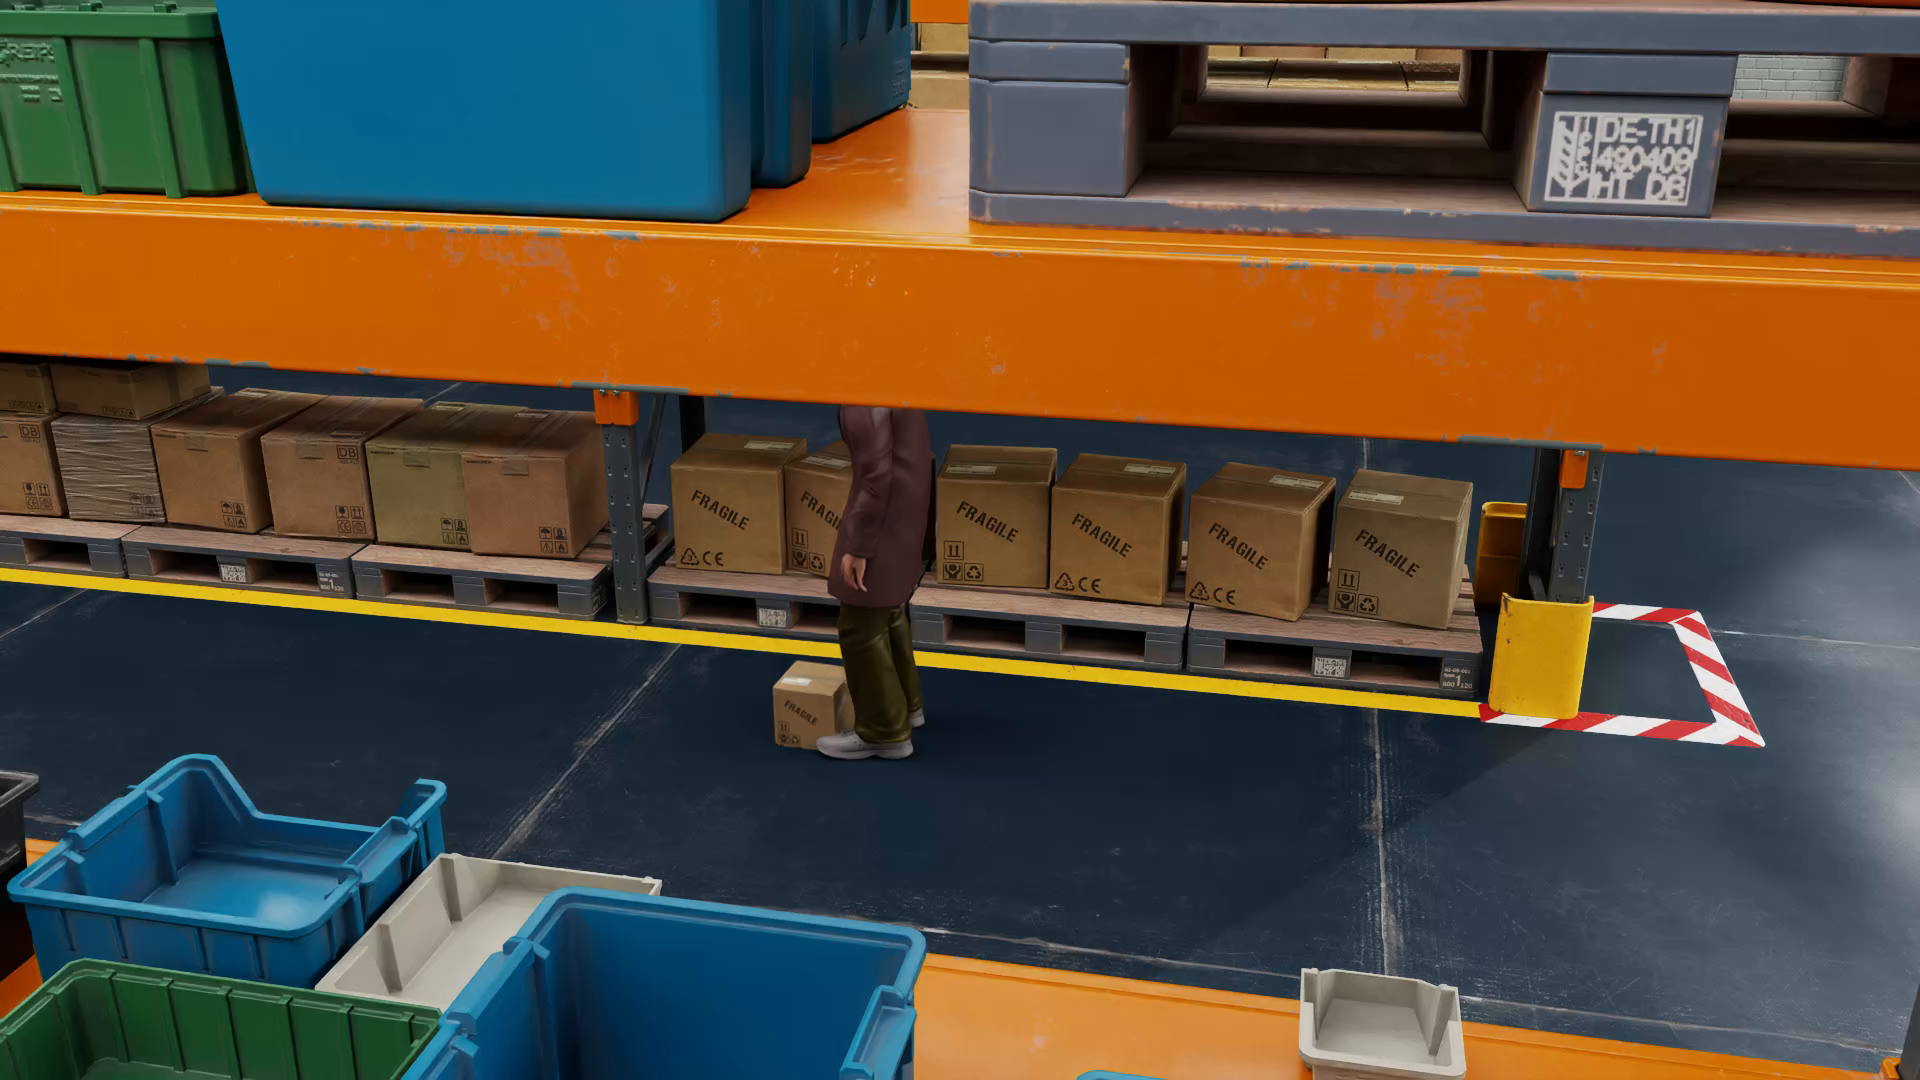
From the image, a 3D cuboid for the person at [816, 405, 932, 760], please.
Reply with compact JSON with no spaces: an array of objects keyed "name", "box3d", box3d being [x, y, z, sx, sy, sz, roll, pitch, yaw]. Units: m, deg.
[{"name":"person","box3d":[-0.327,-0.039,6.208,0.416,1.772,0.642,4,22,10]}]
